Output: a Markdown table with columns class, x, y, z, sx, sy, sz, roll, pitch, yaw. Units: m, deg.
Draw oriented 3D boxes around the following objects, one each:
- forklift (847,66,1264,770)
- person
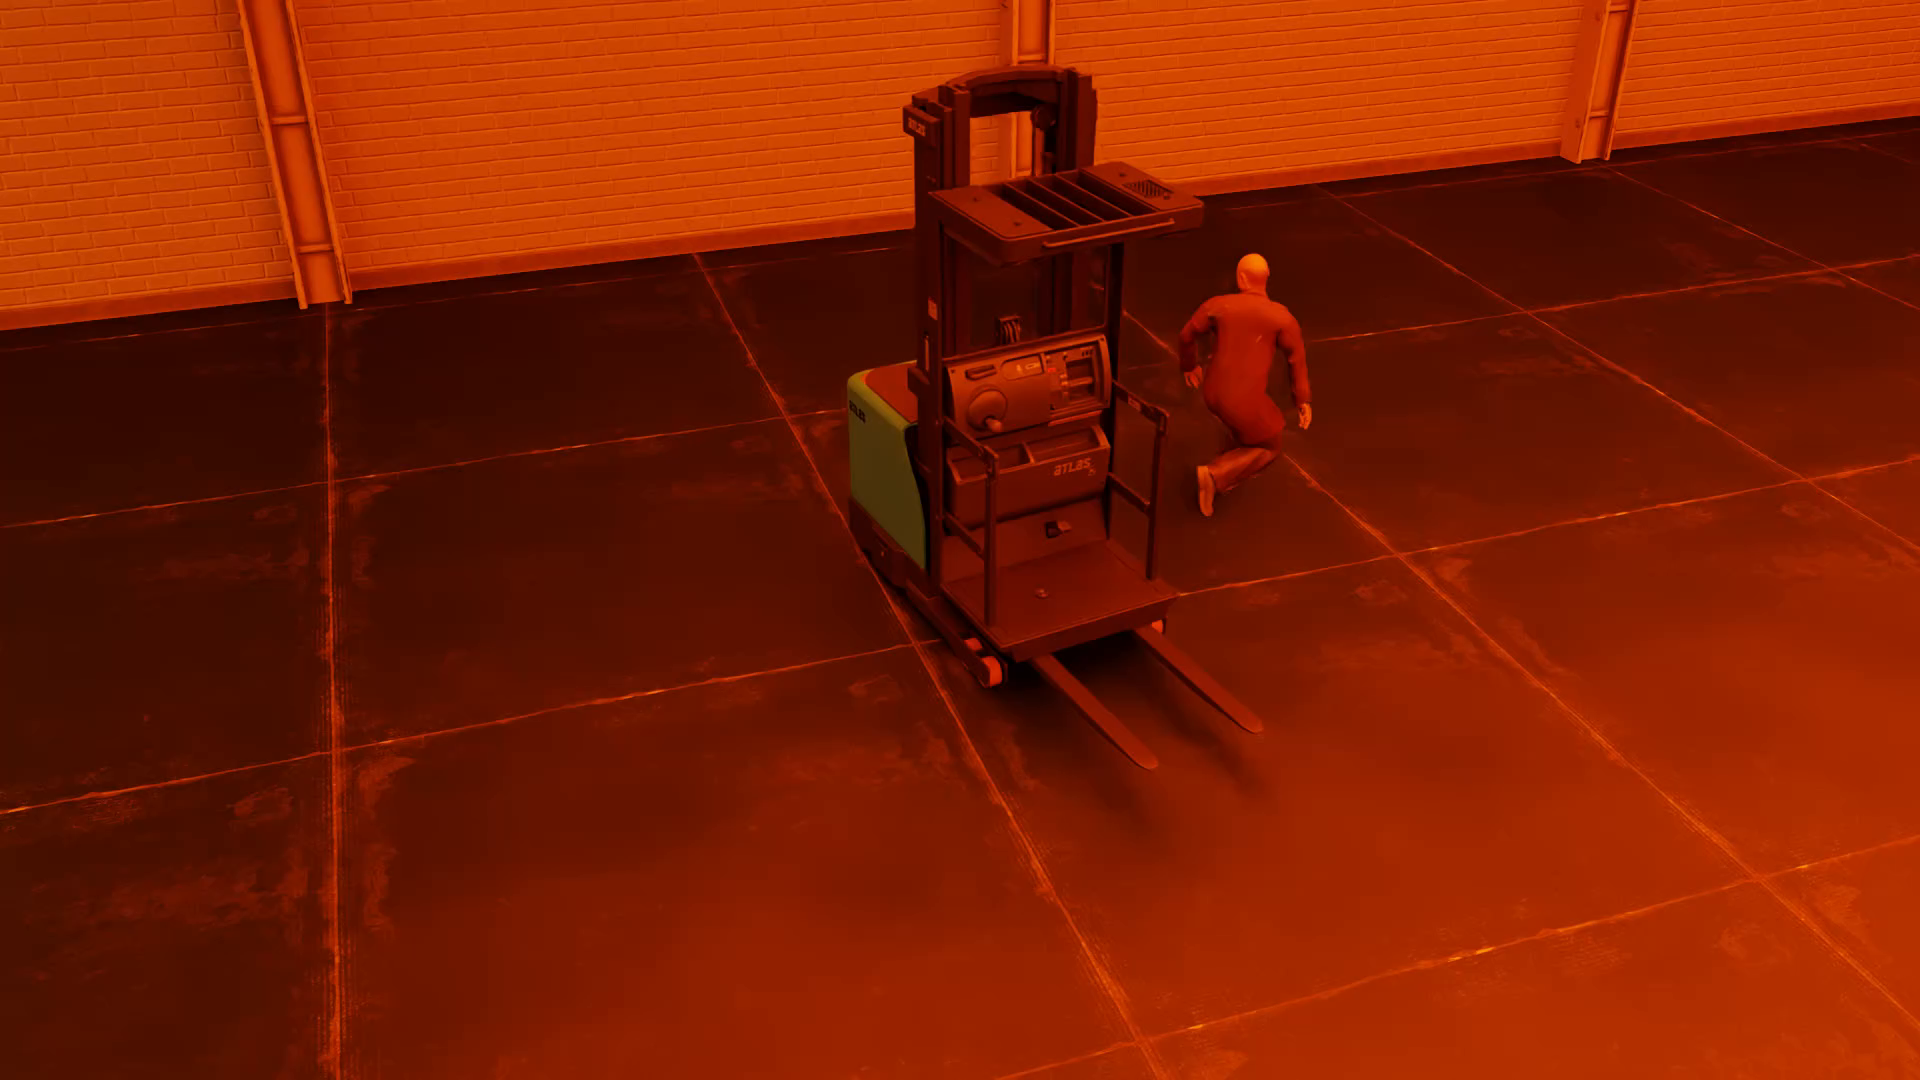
| class | x | y | z | sx | sy | sz | roll | pitch | yaw |
| --- | --- | --- | --- | --- | --- | --- | --- | --- | --- |
| forklift | 0.465 | -0.755 | 8.399 | 1.130 | 2.935 | 3.031 | -15 | 33 | -24 |
| person | 1.665 | -0.923 | 10.098 | 0.676 | 1.573 | 0.877 | -24 | 38 | -35 |
